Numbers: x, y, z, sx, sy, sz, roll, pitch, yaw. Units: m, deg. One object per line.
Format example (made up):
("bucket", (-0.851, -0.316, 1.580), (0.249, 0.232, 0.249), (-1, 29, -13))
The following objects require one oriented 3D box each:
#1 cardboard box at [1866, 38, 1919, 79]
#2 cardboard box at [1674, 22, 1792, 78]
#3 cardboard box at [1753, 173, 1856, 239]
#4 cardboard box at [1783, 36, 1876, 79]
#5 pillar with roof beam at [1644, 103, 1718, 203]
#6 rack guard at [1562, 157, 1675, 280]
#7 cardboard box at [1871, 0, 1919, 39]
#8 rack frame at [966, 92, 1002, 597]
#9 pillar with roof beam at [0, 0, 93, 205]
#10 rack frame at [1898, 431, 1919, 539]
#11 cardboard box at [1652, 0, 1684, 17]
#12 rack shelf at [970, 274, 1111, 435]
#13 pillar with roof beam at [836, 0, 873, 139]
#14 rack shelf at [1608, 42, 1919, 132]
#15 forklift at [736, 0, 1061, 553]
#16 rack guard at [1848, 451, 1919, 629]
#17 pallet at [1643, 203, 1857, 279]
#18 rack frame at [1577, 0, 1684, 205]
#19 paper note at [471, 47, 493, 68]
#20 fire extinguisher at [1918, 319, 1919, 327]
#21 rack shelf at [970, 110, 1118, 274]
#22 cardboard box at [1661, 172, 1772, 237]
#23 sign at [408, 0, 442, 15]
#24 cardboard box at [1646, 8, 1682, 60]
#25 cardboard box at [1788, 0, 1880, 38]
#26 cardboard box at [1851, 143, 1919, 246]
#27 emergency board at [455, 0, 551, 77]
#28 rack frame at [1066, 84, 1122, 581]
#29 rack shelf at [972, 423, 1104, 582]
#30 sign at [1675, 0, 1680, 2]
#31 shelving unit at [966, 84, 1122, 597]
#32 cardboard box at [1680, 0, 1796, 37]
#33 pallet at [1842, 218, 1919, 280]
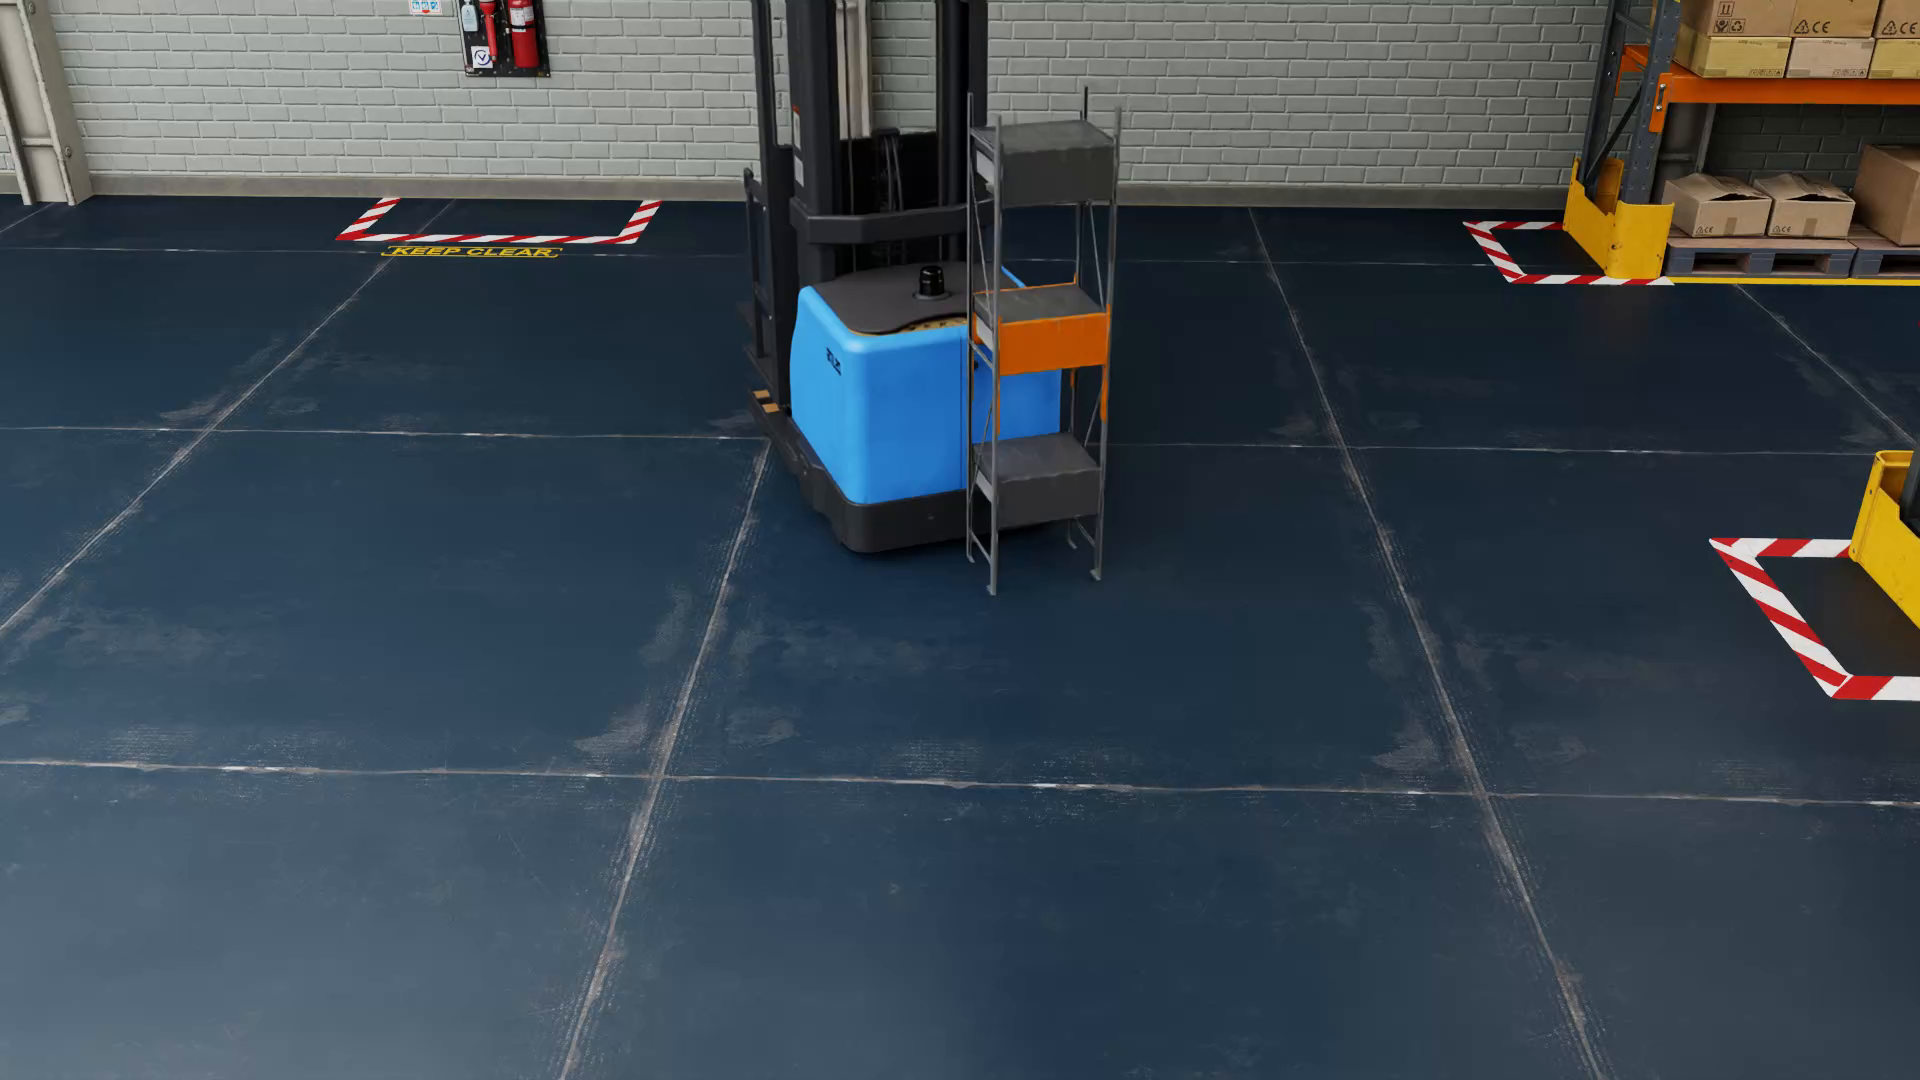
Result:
("cardboard box", (5.925, -3.099, 10.531), (0.500, 0.250, 0.500), (1, 28, 1))
("cardboard box", (4.897, -3.112, 10.556), (0.500, 0.250, 0.500), (0, 28, 0))
("cardboard box", (5.678, -2.269, 11.229), (0.500, 0.311, 0.500), (3, 28, 6))
("cardboard box", (5.416, -3.110, 10.553), (0.500, 0.250, 0.500), (0, 28, 0))
("pillar with roof beam", (4.999, -4.355, 6.357), (0.400, 9.000, 9.100), (1, 28, 2))
("rack guard", (4.496, -2.220, 11.404), (0.348, 0.500, 1.175), (1, 28, 2))
("cardboard box", (5.897, -3.427, 10.350), (0.500, 0.500, 0.500), (0, 28, 0))
("rack frame", (0.093, -0.768, 6.957), (0.015, 2.100, 0.400), (-8, 29, -15))
("pillar with roof beam", (-6.994, -4.553, 6.731), (0.400, 9.000, 9.100), (1, 28, 2))
("rack frame", (4.249, -1.007, 6.447), (0.127, 3.000, 1.000), (1, 28, 2))
("cardboard box", (4.899, -3.691, 10.849), (0.500, 0.500, 0.500), (1, 28, 1))
("rack shelf", (0.327, -0.789, 7.026), (0.480, 0.518, 0.431), (-8, 29, -15))
("pillar with roof beam", (-0.998, -4.454, 6.544), (0.400, 9.000, 9.100), (1, 28, 2))
("rack shelf", (6.419, -2.975, 10.927), (4.000, 0.370, 1.077), (1, 28, 2))
("forklift", (-0.505, -1.909, 8.223), (1.130, 2.935, 3.031), (-10, 29, -17))
("rack guard", (4.225, 0.097, 7.033), (0.348, 0.500, 1.175), (1, 28, 2))
("pallet", (5.307, -2.063, 11.415), (1.213, 0.211, 1.003), (1, 28, 2))
("rack frame", (4.420, -3.326, 10.821), (0.127, 3.000, 1.000), (1, 28, 2))
("paper note", (-3.489, -3.523, 12.134), (0.142, 0.148, 0.016), (1, 28, 2))
("fire extinguisher", (4.148, -1.192, 6.879), (0.183, 0.674, 0.296), (1, 28, 2))
("rack shelf", (0.327, -1.408, 6.698), (0.480, 0.518, 0.431), (-8, 29, -15))
("cardboard box", (5.109, -2.279, 11.247), (0.500, 0.311, 0.500), (-2, 28, -4))
("sign", (-3.863, -3.950, 11.961), (0.234, 0.329, 0.001), (1, 28, 2))
("cardboard box", (4.894, -3.351, 11.008), (0.500, 0.250, 0.500), (1, 28, 3))
("cardboard box", (5.380, -3.438, 10.372), (0.500, 0.500, 0.500), (1, 28, 2))
("cardboard box", (6.410, -2.317, 11.118), (0.500, 0.500, 0.700), (-1, 28, -1))
("emergency board", (-3.314, -3.877, 11.861), (0.643, 1.169, 0.194), (1, 28, 2))
("rack frame", (0.560, -0.834, 7.082), (0.015, 2.100, 0.400), (-8, 29, -15))
("rack shelf", (0.327, -0.171, 7.354), (0.480, 0.518, 0.431), (-8, 29, -15))
("sign", (4.401, -3.454, 10.139), (0.005, 0.325, 0.100), (1, 28, 2))
("shelving unit", (0.327, -0.801, 7.019), (0.503, 2.100, 0.431), (-8, 29, -15))
("cardboard box", (4.887, -3.451, 10.396), (0.500, 0.500, 0.500), (1, 28, 2))
("pallet", (6.523, -2.041, 11.375), (1.213, 0.211, 1.003), (1, 28, 2))
